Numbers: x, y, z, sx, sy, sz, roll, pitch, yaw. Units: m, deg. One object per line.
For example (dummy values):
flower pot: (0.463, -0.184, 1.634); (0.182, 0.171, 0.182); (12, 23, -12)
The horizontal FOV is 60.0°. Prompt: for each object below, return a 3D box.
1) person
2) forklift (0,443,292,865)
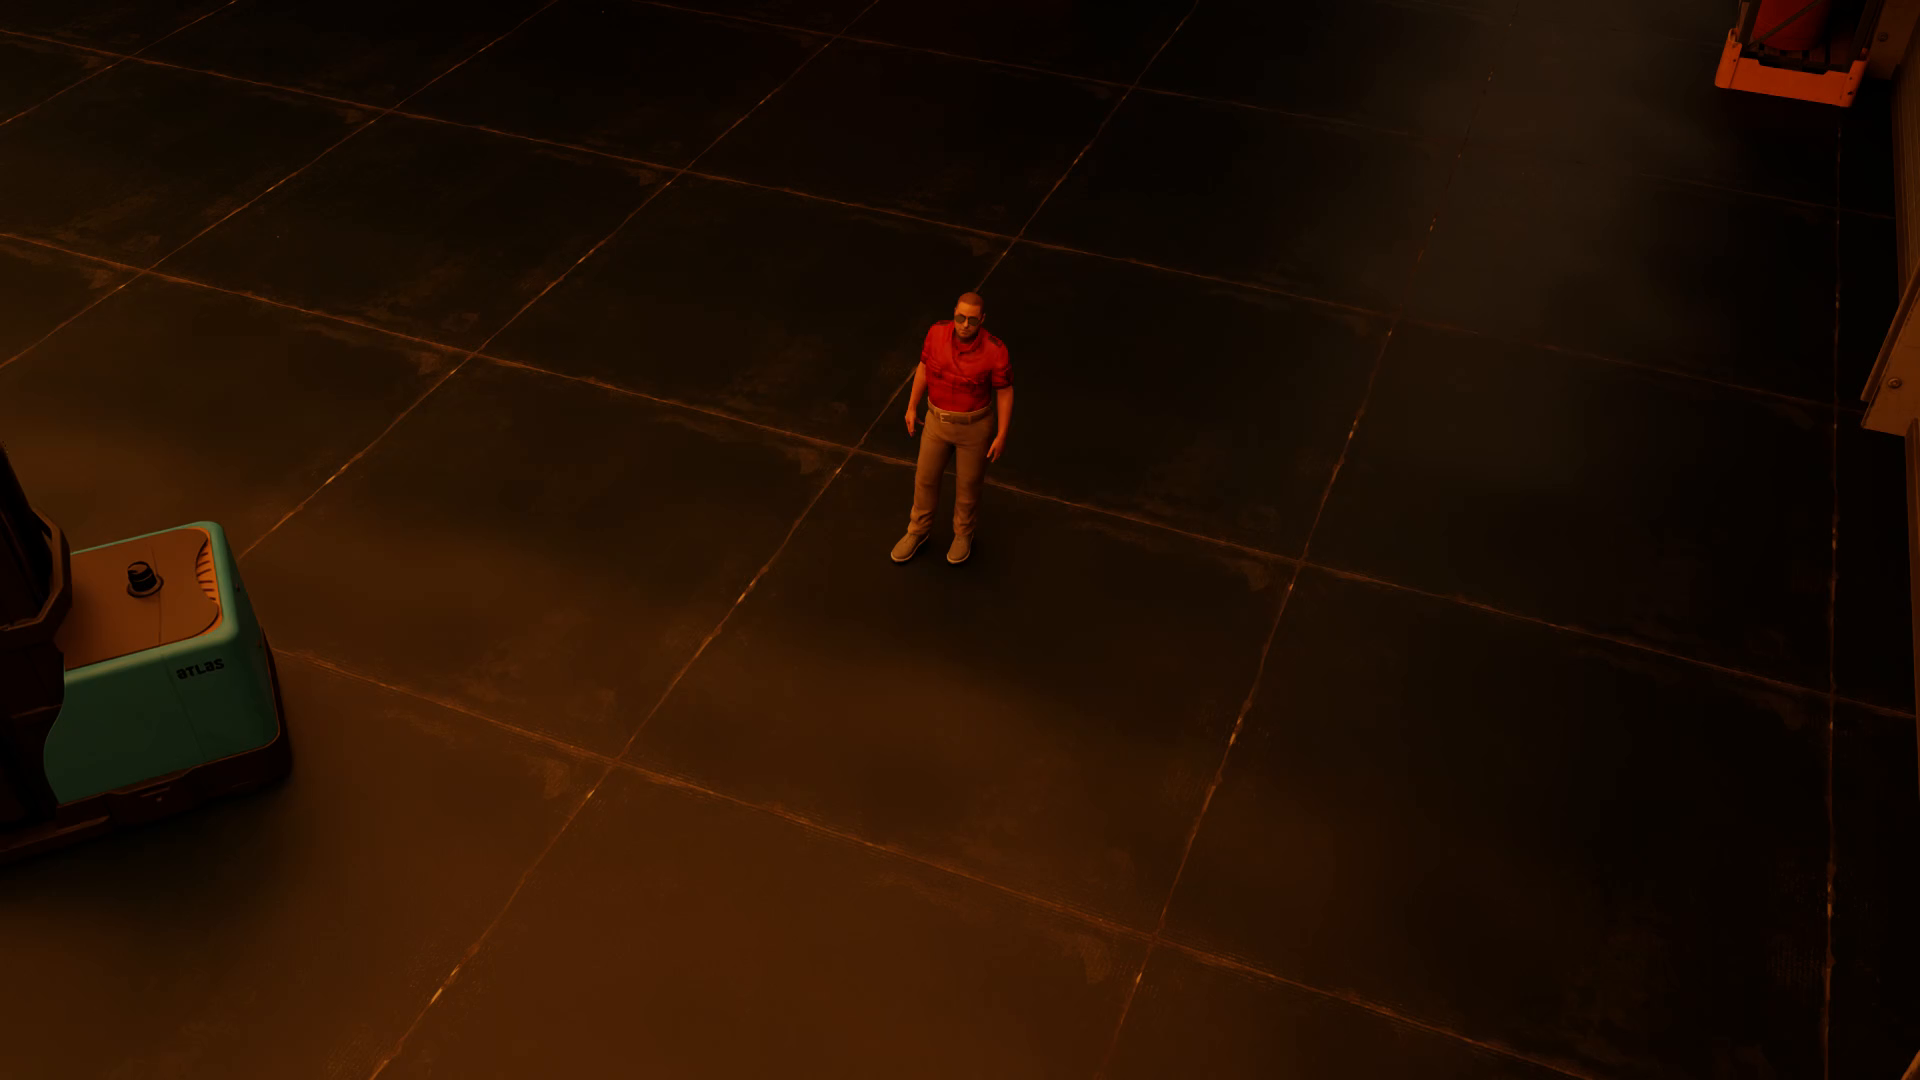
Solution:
person: (-0.046, -0.618, 9.670); (0.640, 1.727, 0.551); (15, 42, 17)
forklift: (-5.083, 0.244, 7.714); (3.031, 2.935, 1.130); (-16, 43, -18)
